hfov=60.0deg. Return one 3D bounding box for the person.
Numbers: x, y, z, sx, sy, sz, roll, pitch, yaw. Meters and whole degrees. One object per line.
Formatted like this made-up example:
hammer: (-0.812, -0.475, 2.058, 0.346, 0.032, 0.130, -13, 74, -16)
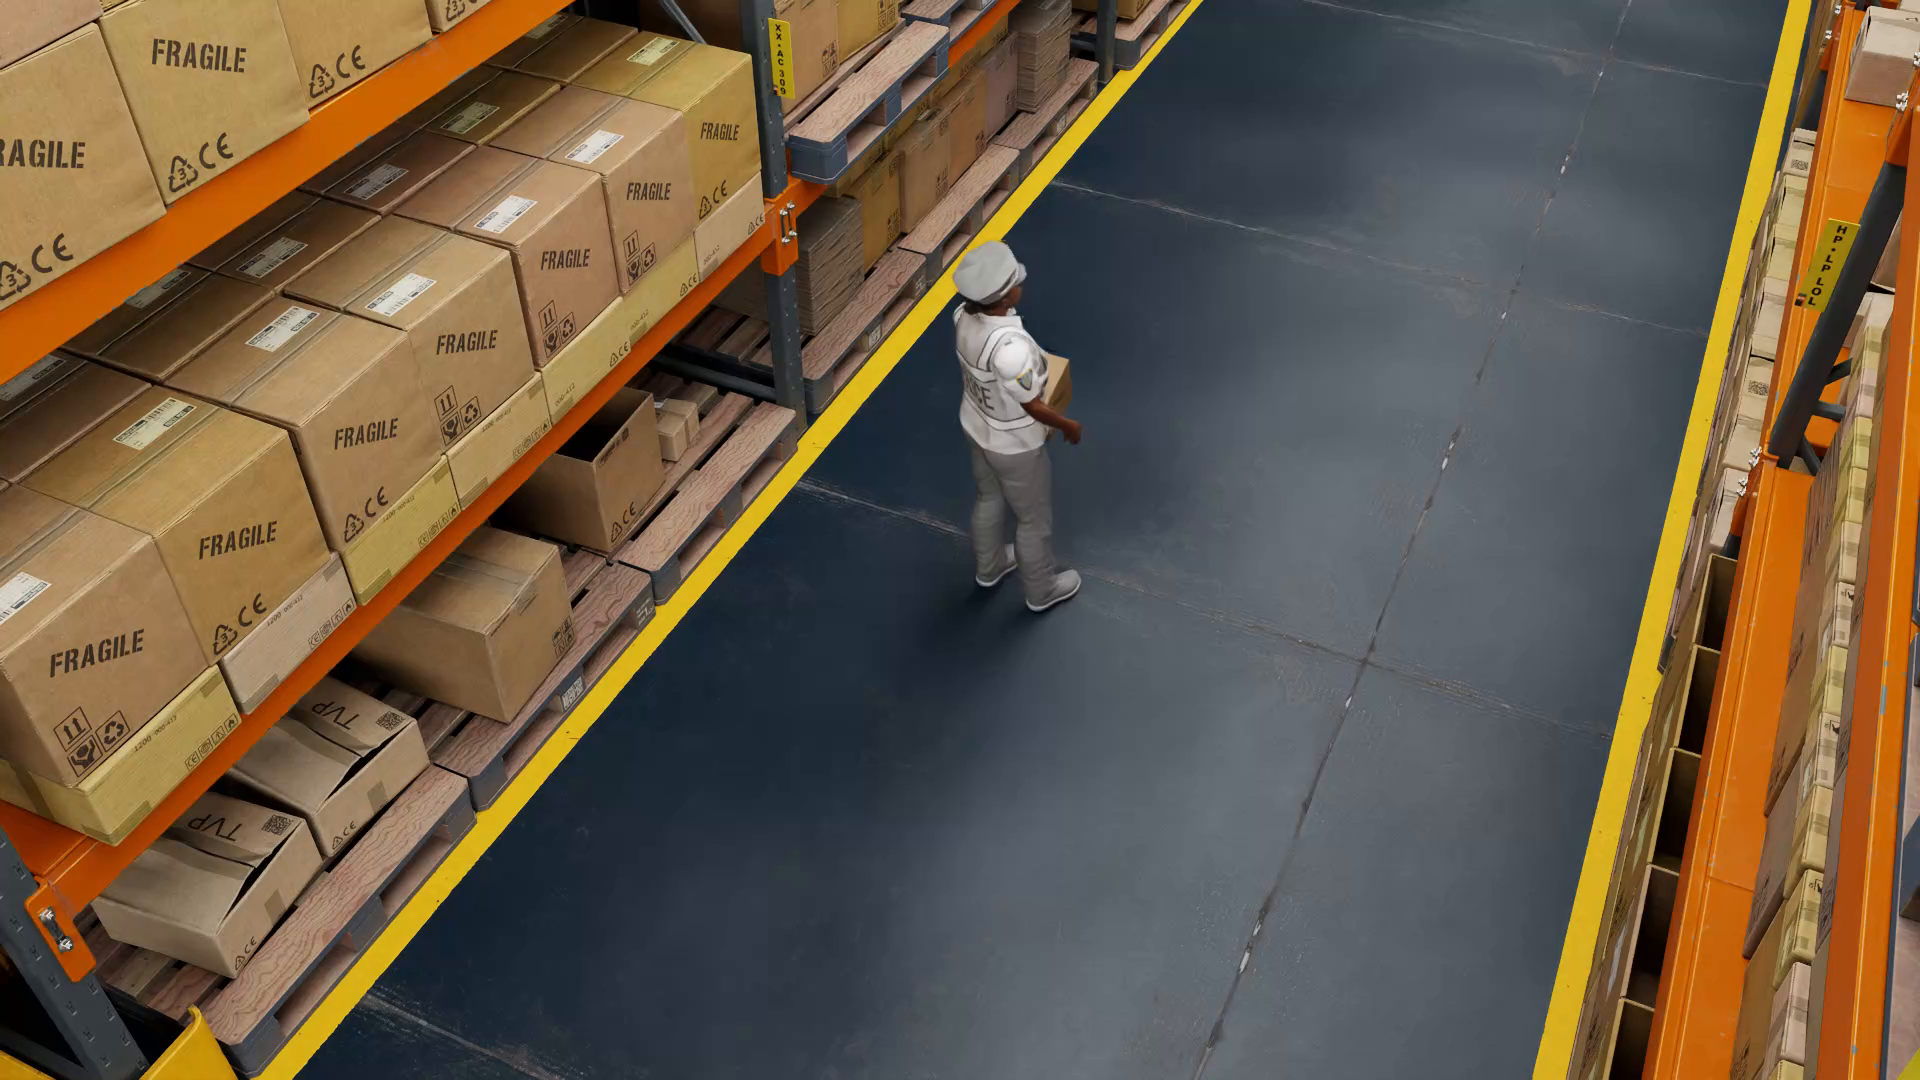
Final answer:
person: (0.223, -0.457, 6.623, 0.506, 1.701, 0.485, -21, 46, -22)
